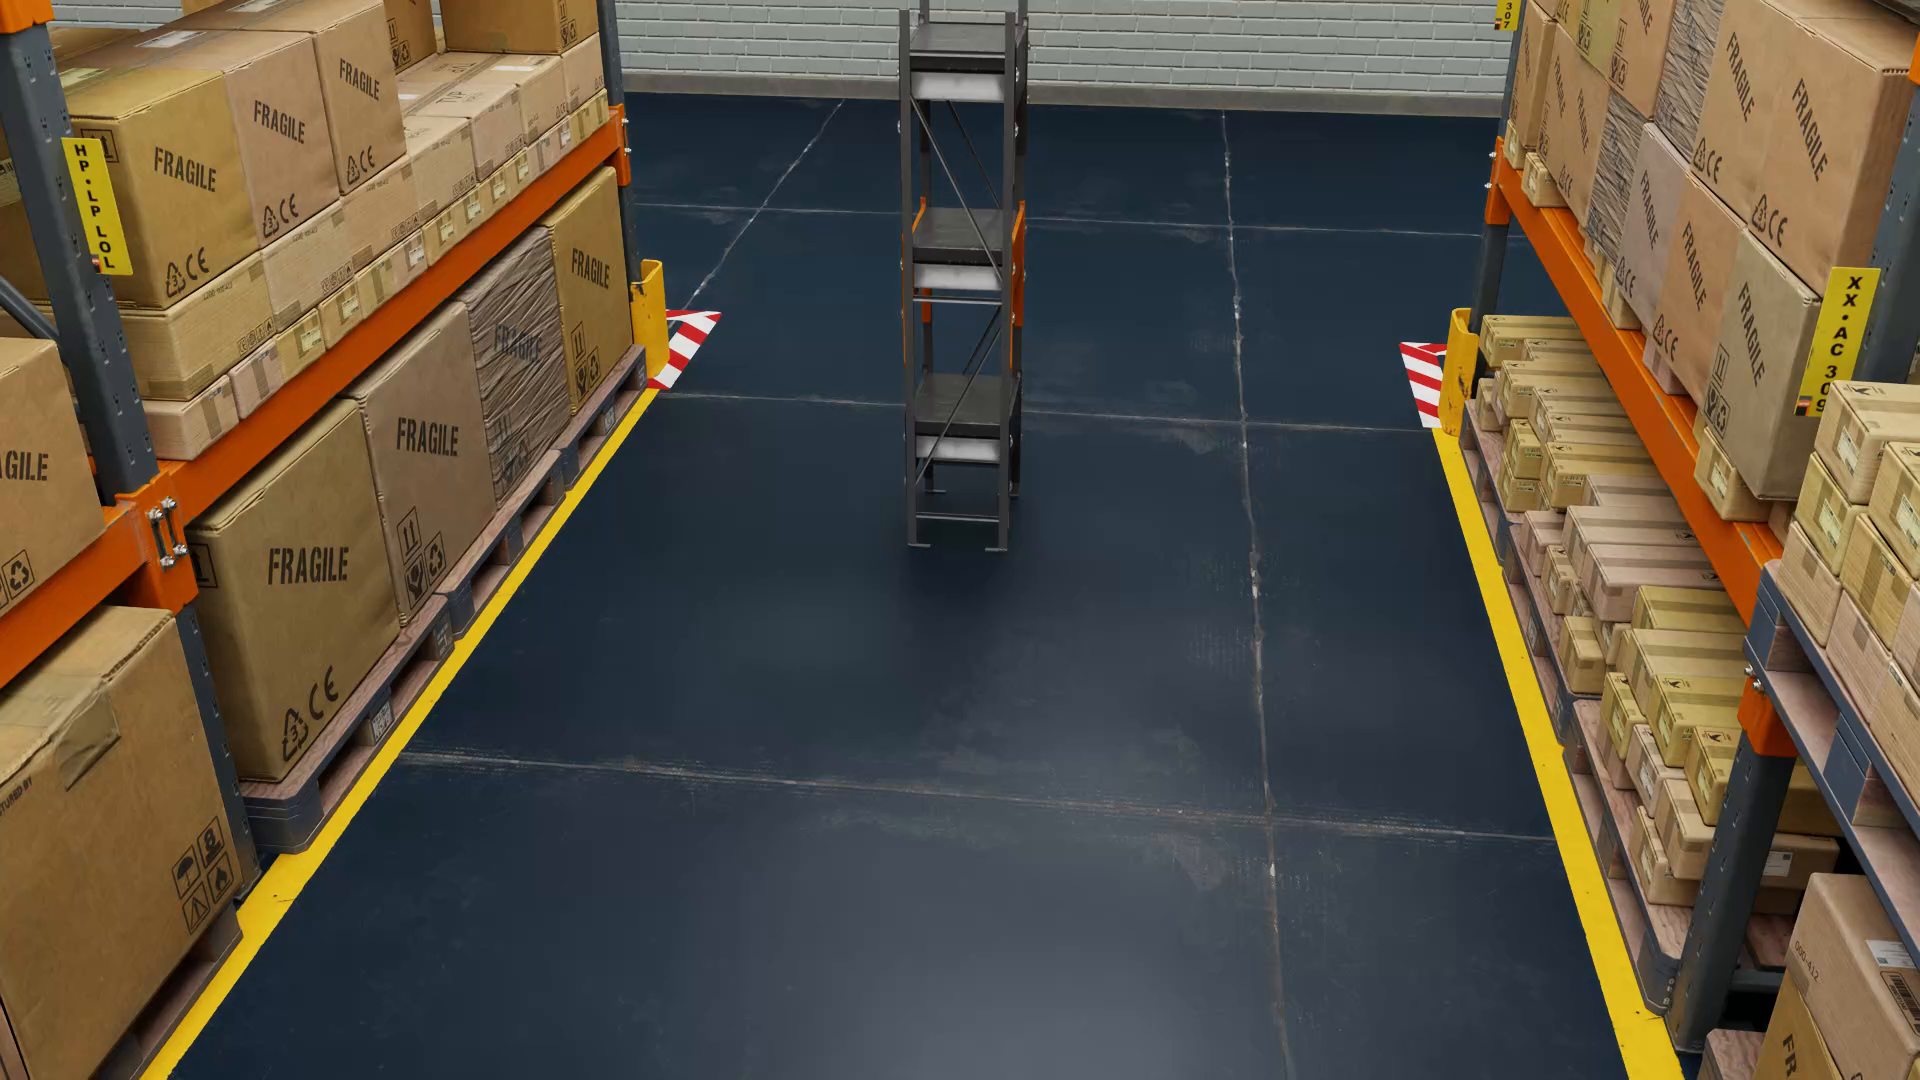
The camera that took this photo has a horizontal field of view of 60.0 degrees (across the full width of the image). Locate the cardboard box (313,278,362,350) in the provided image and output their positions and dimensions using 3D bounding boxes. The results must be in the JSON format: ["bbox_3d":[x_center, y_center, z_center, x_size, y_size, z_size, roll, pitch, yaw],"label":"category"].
[{"bbox_3d":[-2.102,-0.711,5.173,0.380,0.149,0.250,3,28,5],"label":"cardboard box"}]

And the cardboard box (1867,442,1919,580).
[{"bbox_3d":[1.815,-0.040,2.857,0.380,0.149,0.250,4,29,8],"label":"cardboard box"}]

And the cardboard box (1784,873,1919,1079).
[{"bbox_3d":[1.995,0.923,3.276,0.500,0.250,0.500,2,28,4],"label":"cardboard box"}]

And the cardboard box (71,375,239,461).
[{"bbox_3d":[-2.196,-0.340,4.483,0.380,0.149,0.250,3,29,6],"label":"cardboard box"}]

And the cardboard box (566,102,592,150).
[{"bbox_3d":[-1.819,-1.793,7.181,0.380,0.149,0.250,4,29,7],"label":"cardboard box"}]

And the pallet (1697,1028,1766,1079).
[{"bbox_3d":[2.254,1.600,3.558,1.003,0.211,1.213,3,28,6],"label":"pallet"}]

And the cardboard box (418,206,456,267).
[{"bbox_3d":[-2.007,-1.074,5.845,0.380,0.149,0.250,3,28,5],"label":"cardboard box"}]

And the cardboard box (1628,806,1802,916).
[{"bbox_3d":[2.058,0.871,4.533,0.380,0.149,0.250,4,29,7],"label":"cardboard box"}]

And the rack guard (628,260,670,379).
[{"bbox_3d":[-2.069,-1.124,8.309,1.175,0.500,0.348,3,28,6],"label":"rack guard"}]

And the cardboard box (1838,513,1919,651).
[{"bbox_3d":[1.813,0.081,2.946,0.380,0.149,0.250,3,28,5],"label":"cardboard box"}]

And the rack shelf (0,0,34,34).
[{"bbox_3d":[-2.808,-0.393,1.912,1.077,0.370,4.000,3,28,6],"label":"rack shelf"}]

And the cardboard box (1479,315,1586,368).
[{"bbox_3d":[2.436,-0.842,7.087,0.380,0.149,0.250,2,28,4],"label":"cardboard box"}]

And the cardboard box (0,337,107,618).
[{"bbox_3d":[-2.349,-0.138,3.739,0.500,0.500,0.500,3,29,6],"label":"cardboard box"}]

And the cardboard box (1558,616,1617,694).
[{"bbox_3d":[2.184,0.384,5.438,0.380,0.149,0.250,3,28,6],"label":"cardboard box"}]

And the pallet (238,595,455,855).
[{"bbox_3d":[-2.392,0.544,5.518,1.003,0.211,1.213,3,28,6],"label":"pallet"}]

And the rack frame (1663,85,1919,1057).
[{"bbox_3d":[2.348,0.005,3.577,1.000,3.000,0.127,3,28,6],"label":"rack frame"}]

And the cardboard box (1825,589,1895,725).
[{"bbox_3d":[1.815,0.221,3.000,0.380,0.149,0.250,4,29,7],"label":"cardboard box"}]

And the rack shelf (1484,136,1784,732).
[{"bbox_3d":[2.593,-0.619,5.495,1.077,0.370,4.000,3,28,6],"label":"rack shelf"}]

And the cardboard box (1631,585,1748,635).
[{"bbox_3d":[2.258,0.273,5.016,0.380,0.149,0.250,4,29,8],"label":"cardboard box"}]

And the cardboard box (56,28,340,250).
[{"bbox_3d":[-2.182,-1.167,4.808,0.500,0.500,0.500,3,28,6],"label":"cardboard box"}]

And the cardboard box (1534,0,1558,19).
[{"bbox_3d":[2.519,-2.297,6.377,0.500,0.500,0.500,3,28,6],"label":"cardboard box"}]

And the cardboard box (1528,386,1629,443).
[{"bbox_3d":[2.416,-0.473,6.401,0.380,0.149,0.250,2,28,4],"label":"cardboard box"}]

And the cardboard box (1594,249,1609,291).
[{"bbox_3d":[2.332,-0.896,5.516,0.380,0.149,0.250,4,29,8],"label":"cardboard box"}]

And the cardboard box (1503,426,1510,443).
[{"bbox_3d":[2.505,-0.451,6.988,0.380,0.149,0.250,3,28,6],"label":"cardboard box"}]

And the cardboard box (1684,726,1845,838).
[{"bbox_3d":[2.133,0.631,4.352,0.380,0.149,0.250,4,29,8],"label":"cardboard box"}]

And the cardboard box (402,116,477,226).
[{"bbox_3d":[-2.053,-1.311,5.865,0.500,0.250,0.500,3,29,6],"label":"cardboard box"}]

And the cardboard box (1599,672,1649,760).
[{"bbox_3d":[2.107,0.523,4.867,0.380,0.149,0.250,2,28,4],"label":"cardboard box"}]

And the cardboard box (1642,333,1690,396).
[{"bbox_3d":[2.225,-0.531,4.839,0.380,0.149,0.250,2,28,4],"label":"cardboard box"}]

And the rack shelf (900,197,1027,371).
[{"bbox_3d":[0.020,-0.990,6.403,0.431,0.518,0.480,3,28,6],"label":"rack shelf"}]

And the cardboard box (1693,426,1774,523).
[{"bbox_3d":[2.074,-0.160,4.149,0.380,0.149,0.250,3,28,5],"label":"cardboard box"}]

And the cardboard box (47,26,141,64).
[{"bbox_3d":[-2.706,-1.193,4.856,0.500,0.500,0.500,4,29,7],"label":"cardboard box"}]

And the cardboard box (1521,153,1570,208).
[{"bbox_3d":[2.397,-1.388,6.428,0.380,0.149,0.250,3,28,5],"label":"cardboard box"}]

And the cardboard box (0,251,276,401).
[{"bbox_3d":[-2.245,-0.601,4.548,0.500,0.250,0.500,3,28,5],"label":"cardboard box"}]

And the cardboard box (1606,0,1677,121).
[{"bbox_3d":[2.319,-1.575,5.038,0.500,0.500,0.500,2,28,5],"label":"cardboard box"}]

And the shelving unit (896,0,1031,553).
[{"bbox_3d":[0.020,-1.002,6.397,0.431,2.100,0.503,3,28,6],"label":"shelving unit"}]

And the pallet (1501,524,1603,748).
[{"bbox_3d":[2.542,0.339,5.898,1.003,0.211,1.213,3,28,6],"label":"pallet"}]

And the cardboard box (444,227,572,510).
[{"bbox_3d":[-2.183,-0.729,6.737,0.875,0.875,0.875,3,28,6],"label":"cardboard box"}]

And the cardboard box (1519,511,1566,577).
[{"bbox_3d":[2.288,0.018,6.117,0.380,0.149,0.250,2,28,4],"label":"cardboard box"}]

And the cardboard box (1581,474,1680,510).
[{"bbox_3d":[2.359,-0.098,5.705,0.380,0.149,0.250,3,29,6],"label":"cardboard box"}]

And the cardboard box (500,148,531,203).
[{"bbox_3d":[-1.913,-1.435,6.516,0.380,0.149,0.250,3,28,5],"label":"cardboard box"}]

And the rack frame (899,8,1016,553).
[{"bbox_3d":[-0.010,-0.887,6.183,0.400,2.100,0.015,3,28,6],"label":"rack frame"}]

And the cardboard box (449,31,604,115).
[{"bbox_3d":[-1.868,-2.035,7.209,0.500,0.250,0.500,3,28,5],"label":"cardboard box"}]

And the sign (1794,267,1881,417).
[{"bbox_3d":[1.808,-0.404,3.424,0.100,0.325,0.005,3,28,6],"label":"sign"}]

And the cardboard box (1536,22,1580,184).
[{"bbox_3d":[2.468,-1.604,6.145,0.500,0.500,0.500,3,29,6],"label":"cardboard box"}]

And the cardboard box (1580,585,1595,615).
[{"bbox_3d":[2.300,0.164,5.532,0.380,0.149,0.250,2,28,4],"label":"cardboard box"}]

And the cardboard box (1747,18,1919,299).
[{"bbox_3d":[2.137,-0.847,3.686,0.500,0.500,0.500,2,28,4],"label":"cardboard box"}]

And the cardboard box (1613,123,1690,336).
[{"bbox_3d":[2.254,-0.892,4.824,0.500,0.500,0.500,3,28,6],"label":"cardboard box"}]
